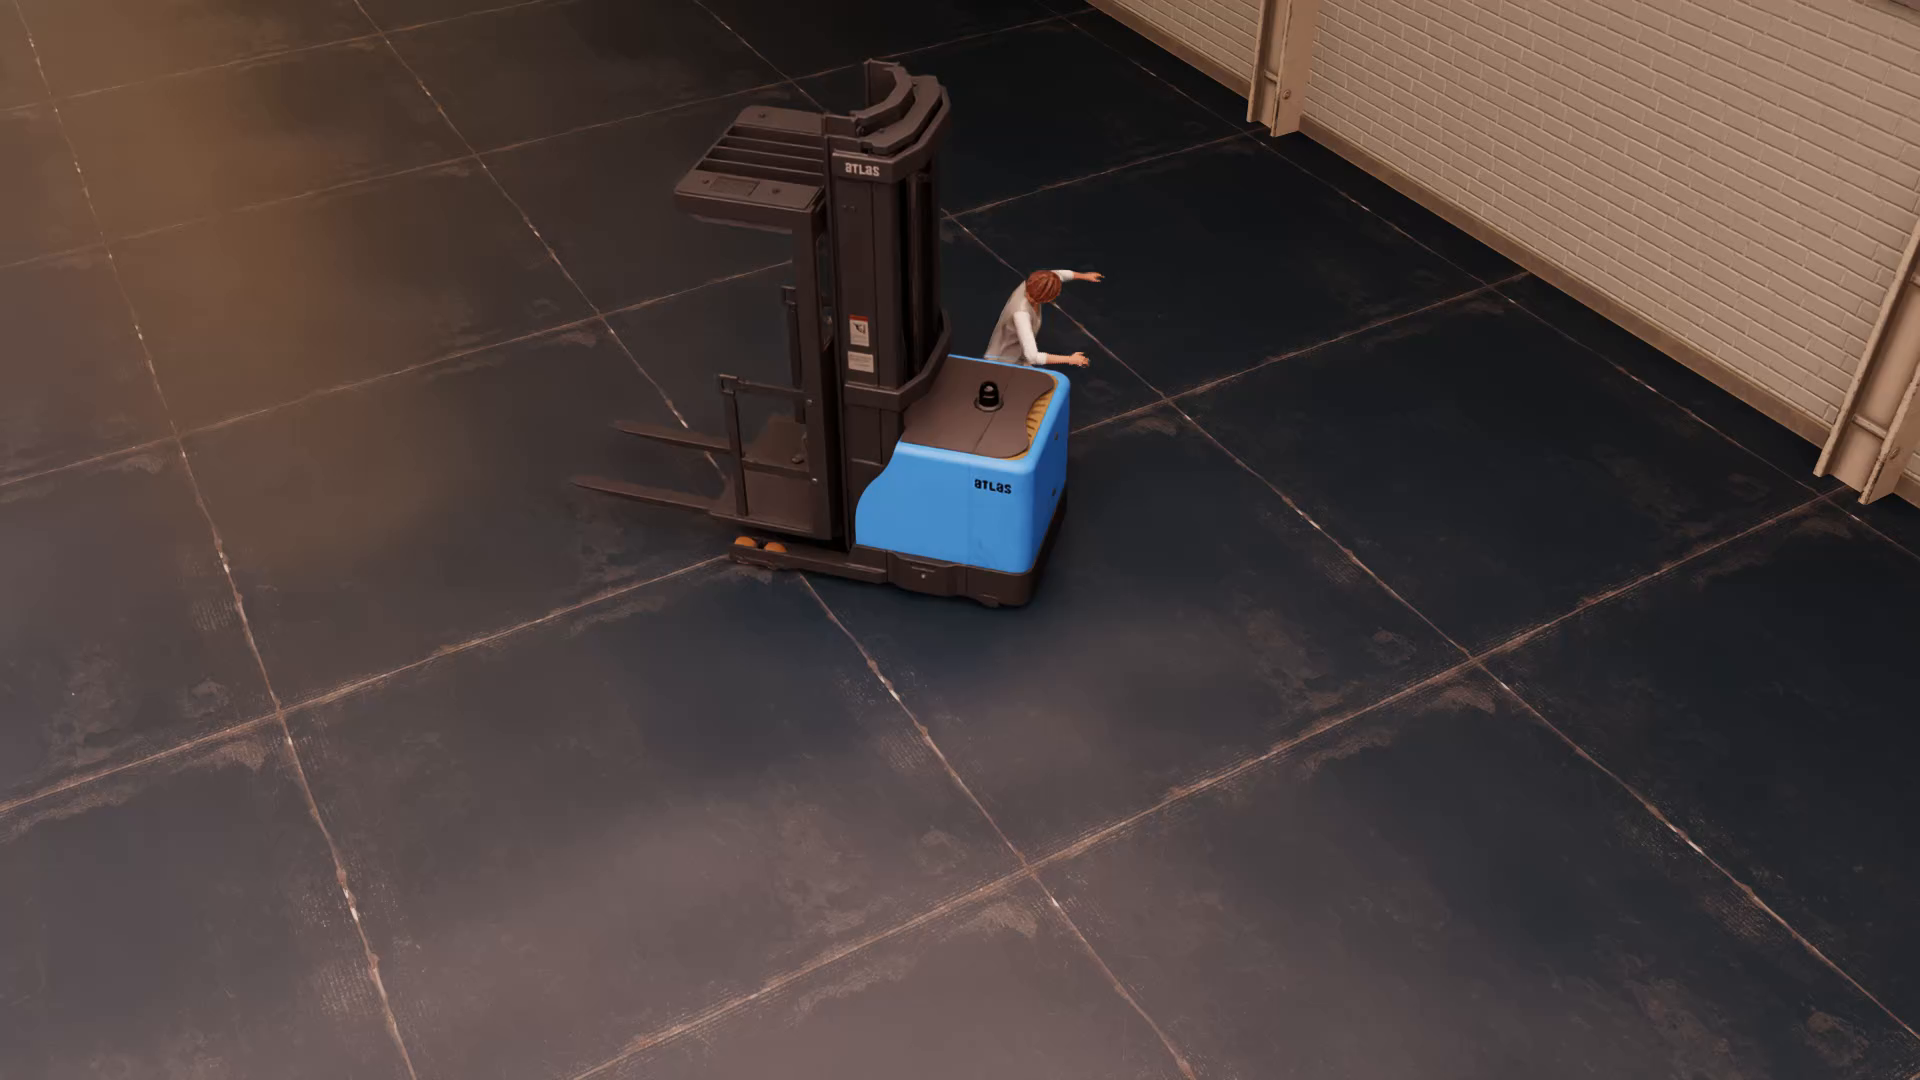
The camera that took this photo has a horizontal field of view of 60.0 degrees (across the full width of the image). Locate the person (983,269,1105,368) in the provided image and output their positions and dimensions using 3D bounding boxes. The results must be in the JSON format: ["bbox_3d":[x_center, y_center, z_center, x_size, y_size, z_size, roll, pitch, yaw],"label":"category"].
[{"bbox_3d":[0.491,-1.103,10.621,0.723,1.331,1.359,9,41,11],"label":"person"}]

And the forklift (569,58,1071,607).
[{"bbox_3d":[-0.907,-1.261,9.556,3.031,2.935,1.130,10,41,12],"label":"forklift"}]
